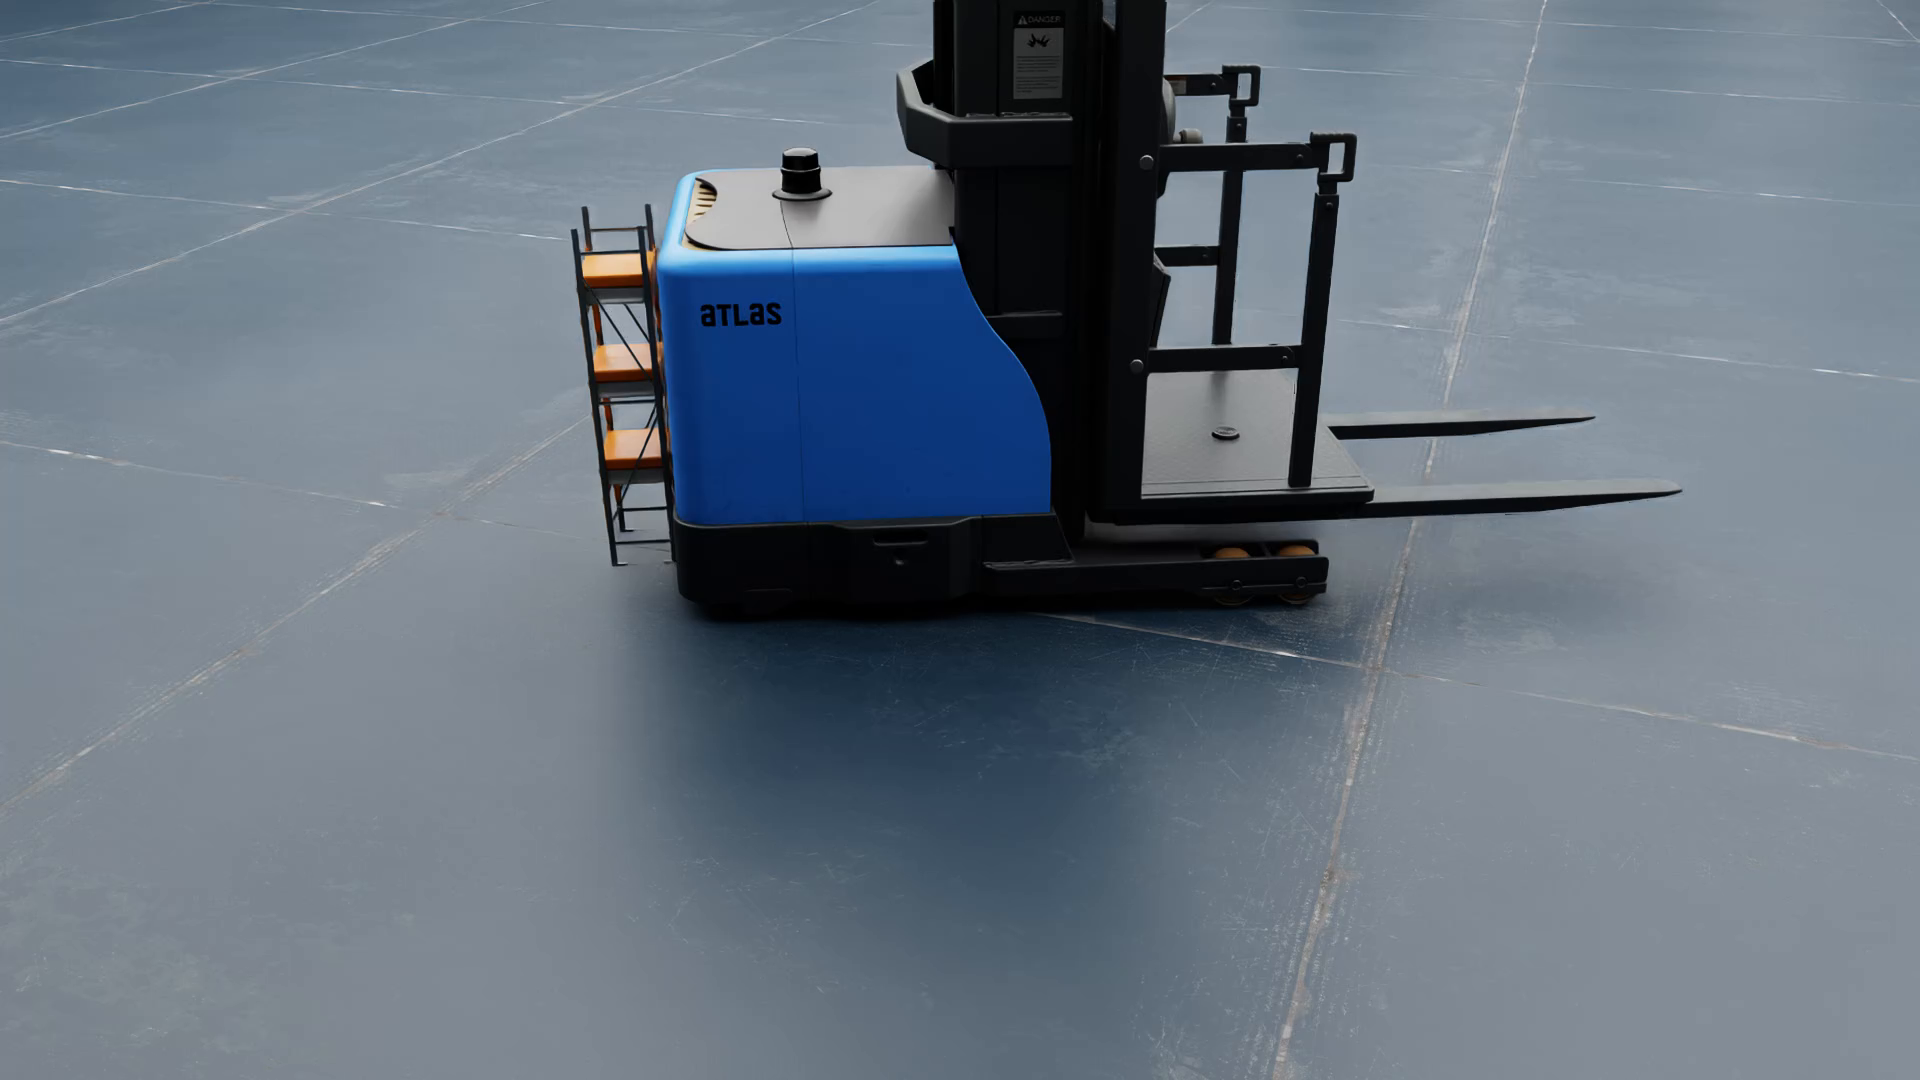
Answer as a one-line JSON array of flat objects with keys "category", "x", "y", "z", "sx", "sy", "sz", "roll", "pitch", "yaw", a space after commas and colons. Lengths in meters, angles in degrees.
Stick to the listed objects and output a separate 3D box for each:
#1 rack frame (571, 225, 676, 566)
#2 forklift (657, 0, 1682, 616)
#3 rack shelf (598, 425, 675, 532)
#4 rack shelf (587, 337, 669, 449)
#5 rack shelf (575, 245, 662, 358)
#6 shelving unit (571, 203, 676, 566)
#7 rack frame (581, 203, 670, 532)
[{"category": "rack frame", "x": -0.974, "y": -0.400, "z": 4.866, "sx": 0.200, "sy": 1.050, "sz": 0.008, "roll": -3, "pitch": 26, "yaw": -4}, {"category": "forklift", "x": 0.660, "y": -1.355, "z": 4.686, "sx": 3.031, "sy": 2.935, "sz": 1.130, "roll": -2, "pitch": 26, "yaw": -5}, {"category": "rack shelf", "x": -0.979, "y": -0.193, "z": 5.102, "sx": 0.215, "sy": 0.259, "sz": 0.240, "roll": -3, "pitch": 26, "yaw": -4}, {"category": "rack shelf", "x": -0.984, "y": -0.443, "z": 4.980, "sx": 0.215, "sy": 0.259, "sz": 0.240, "roll": -3, "pitch": 26, "yaw": -4}, {"category": "rack shelf", "x": -0.989, "y": -0.699, "z": 4.856, "sx": 0.215, "sy": 0.259, "sz": 0.240, "roll": -3, "pitch": 26, "yaw": -4}, {"category": "shelving unit", "x": -0.984, "y": -0.453, "z": 4.976, "sx": 0.215, "sy": 1.050, "sz": 0.252, "roll": -3, "pitch": 26, "yaw": -4}, {"category": "rack frame", "x": -0.995, "y": -0.506, "z": 5.085, "sx": 0.200, "sy": 1.050, "sz": 0.008, "roll": -3, "pitch": 26, "yaw": -4}]
